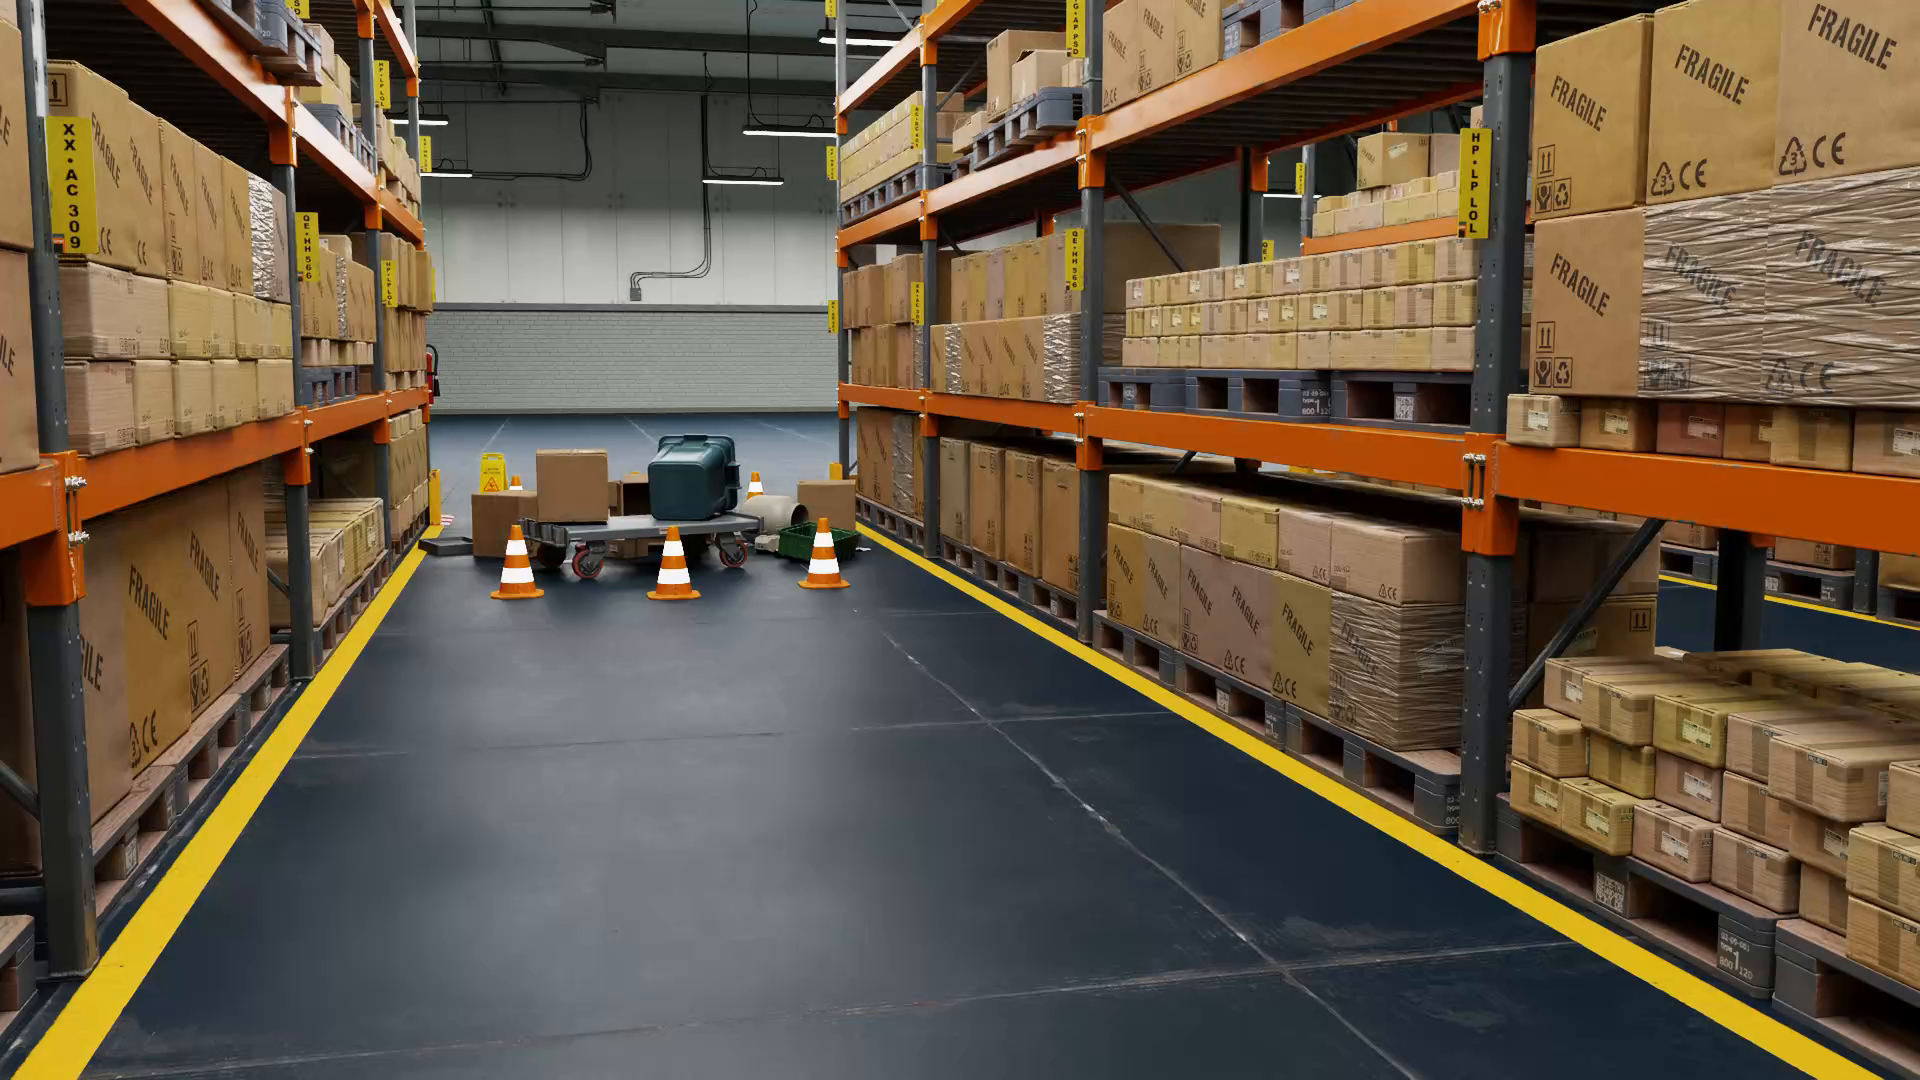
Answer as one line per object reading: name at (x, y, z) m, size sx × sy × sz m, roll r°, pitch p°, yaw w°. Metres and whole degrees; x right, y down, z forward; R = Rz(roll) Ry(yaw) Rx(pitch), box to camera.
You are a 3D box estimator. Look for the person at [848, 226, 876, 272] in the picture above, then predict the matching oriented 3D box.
person at (-0.652, -1.082, 5.661) m, size 5.811 × 2.357 × 21.904 m, roll -1°, pitch 6°, yaw -13°
